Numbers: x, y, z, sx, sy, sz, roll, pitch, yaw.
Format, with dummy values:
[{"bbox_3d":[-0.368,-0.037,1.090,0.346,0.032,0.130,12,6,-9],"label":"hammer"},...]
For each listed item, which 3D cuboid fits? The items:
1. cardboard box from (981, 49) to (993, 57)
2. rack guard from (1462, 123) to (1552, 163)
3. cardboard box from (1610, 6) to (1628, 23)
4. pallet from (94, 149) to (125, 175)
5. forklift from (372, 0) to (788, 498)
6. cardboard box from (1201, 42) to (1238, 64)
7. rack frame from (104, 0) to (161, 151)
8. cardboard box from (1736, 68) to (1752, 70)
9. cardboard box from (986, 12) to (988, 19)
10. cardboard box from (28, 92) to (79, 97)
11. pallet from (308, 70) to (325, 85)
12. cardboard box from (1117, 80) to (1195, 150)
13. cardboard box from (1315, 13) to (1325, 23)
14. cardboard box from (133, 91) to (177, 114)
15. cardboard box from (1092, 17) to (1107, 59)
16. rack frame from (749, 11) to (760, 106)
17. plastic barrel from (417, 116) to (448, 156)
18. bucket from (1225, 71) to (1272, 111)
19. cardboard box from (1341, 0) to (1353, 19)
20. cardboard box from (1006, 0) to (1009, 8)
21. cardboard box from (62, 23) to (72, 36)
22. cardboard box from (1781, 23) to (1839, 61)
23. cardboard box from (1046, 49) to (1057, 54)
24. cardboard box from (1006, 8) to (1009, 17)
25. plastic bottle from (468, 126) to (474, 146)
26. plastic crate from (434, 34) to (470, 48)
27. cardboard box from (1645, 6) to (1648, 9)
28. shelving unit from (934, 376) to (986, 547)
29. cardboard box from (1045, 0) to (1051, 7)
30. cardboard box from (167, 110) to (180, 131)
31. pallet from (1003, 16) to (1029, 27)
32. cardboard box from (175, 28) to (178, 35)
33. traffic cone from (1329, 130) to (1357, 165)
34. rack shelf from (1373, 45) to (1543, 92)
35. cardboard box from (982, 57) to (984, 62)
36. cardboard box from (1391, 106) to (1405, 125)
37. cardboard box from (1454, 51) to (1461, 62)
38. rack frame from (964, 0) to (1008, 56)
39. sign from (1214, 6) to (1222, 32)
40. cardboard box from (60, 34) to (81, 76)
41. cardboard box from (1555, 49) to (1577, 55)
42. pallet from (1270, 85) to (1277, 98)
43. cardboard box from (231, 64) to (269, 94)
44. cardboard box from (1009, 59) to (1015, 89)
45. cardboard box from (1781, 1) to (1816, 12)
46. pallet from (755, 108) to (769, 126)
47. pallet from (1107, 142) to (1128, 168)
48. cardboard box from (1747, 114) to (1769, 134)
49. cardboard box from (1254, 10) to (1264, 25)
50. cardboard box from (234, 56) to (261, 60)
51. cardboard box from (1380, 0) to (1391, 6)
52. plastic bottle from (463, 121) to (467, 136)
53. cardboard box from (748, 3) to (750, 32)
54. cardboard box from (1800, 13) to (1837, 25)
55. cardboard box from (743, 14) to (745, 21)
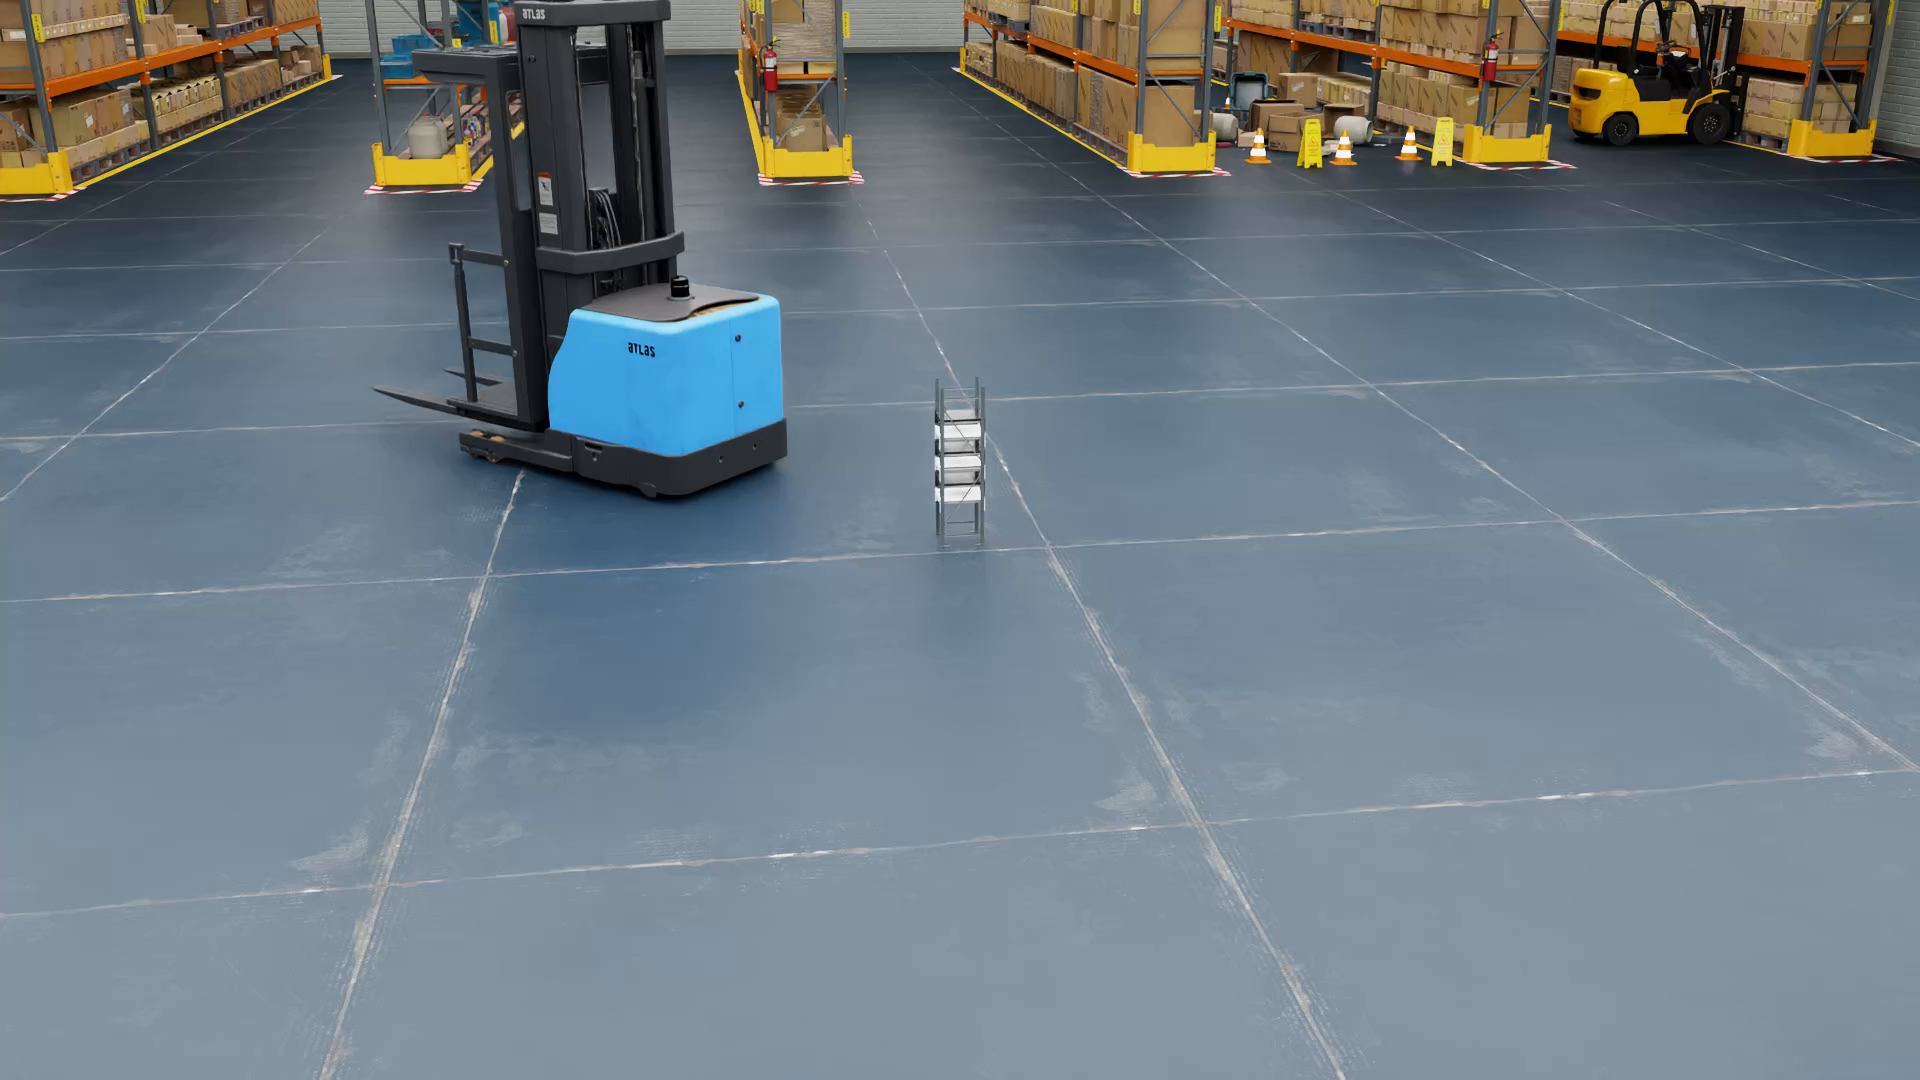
[{"bbox_3d":[0.646,-10.268,35.046,0.380,0.149,0.250,-4,21,-10],"label":"cardboard box"},{"bbox_3d":[7.767,-5.648,23.625,1.175,0.500,0.348,-3,21,-8],"label":"rack guard"},{"bbox_3d":[11.639,-9.106,28.809,0.500,0.250,0.500,-3,21,-7],"label":"cardboard box"},{"bbox_3d":[-12.157,-5.173,22.764,1.003,0.211,1.213,-3,21,-8],"label":"pallet"},{"bbox_3d":[-2.586,-2.001,10.384,3.031,2.935,1.130,14,24,32],"label":"forklift"},{"bbox_3d":[5.806,-10.789,36.878,0.875,0.438,0.875,-2,21,-6],"label":"cardboard box"},{"bbox_3d":[-12.409,-7.180,24.152,1.000,3.000,0.127,-3,21,-8],"label":"rack frame"},{"bbox_3d":[12.463,-7.471,26.834,0.500,0.250,0.500,-3,21,-9],"label":"cardboard box"},{"bbox_3d":[0.746,-10.716,33.980,0.380,0.149,0.250,-3,21,-9],"label":"cardboard box"},{"bbox_3d":[-12.508,-5.917,23.030,0.500,0.500,0.500,-3,21,-8],"label":"cardboard box"},{"bbox_3d":[-14.012,-9.726,34.955,1.003,0.211,1.213,-3,21,-8],"label":"pallet"},{"bbox_3d":[2.731,-5.941,23.273,0.875,0.875,0.875,-3,21,-7],"label":"cardboard box"},{"bbox_3d":[6.508,-9.227,29.393,0.380,0.149,0.250,-3,21,-7],"label":"cardboard box"},{"bbox_3d":[-12.289,-6.680,25.343,0.500,0.311,0.500,-3,21,-8],"label":"cardboard box"},{"bbox_3d":[2.445,-7.454,24.673,0.875,0.550,0.550,-3,21,-8],"label":"cardboard box"},{"bbox_3d":[-3.182,-9.063,29.195,1.000,3.000,0.127,-3,21,-8],"label":"rack frame"},{"bbox_3d":[-7.173,-5.472,22.536,0.421,0.512,0.421,0,20,0],"label":"plastic barrel"},{"bbox_3d":[4.618,-7.141,26.555,0.726,0.611,0.620,4,11,11],"label":"bucket"},{"bbox_3d":[6.766,-9.060,28.018,0.500,0.500,0.500,-2,21,-6],"label":"cardboard box"},{"bbox_3d":[1.069,-10.001,31.040,0.380,0.149,0.250,-3,21,-8],"label":"cardboard box"},{"bbox_3d":[-11.826,-6.650,21.663,0.380,0.149,0.250,-4,21,-10],"label":"cardboard box"},{"bbox_3d":[12.358,-7.249,24.194,0.500,0.500,0.500,-3,21,-9],"label":"cardboard box"},{"bbox_3d":[1.881,-8.906,30.675,0.500,0.250,0.500,-4,21,-10],"label":"cardboard box"},{"bbox_3d":[1.071,-9.860,31.086,0.380,0.149,0.250,-4,21,-10],"label":"cardboard box"},{"bbox_3d":[-6.898,-5.700,23.443,0.061,0.283,0.133,-3,21,-7],"label":"plastic bottle"},{"bbox_3d":[-7.557,-7.212,24.326,0.767,0.338,0.504,-3,21,-8],"label":"plastic crate"},{"bbox_3d":[11.805,-9.063,28.125,0.380,0.149,0.250,-3,21,-8],"label":"cardboard box"},{"bbox_3d":[-0.001,-0.424,9.066,0.258,0.900,0.210,-3,21,-8],"label":"shelving unit"},{"bbox_3d":[1.870,-9.462,28.692,0.700,0.500,0.500,-3,21,-9],"label":"cardboard box"},{"bbox_3d":[-12.294,-6.418,25.441,0.500,0.250,0.500,-2,21,-6],"label":"cardboard box"},{"bbox_3d":[1.415,-9.872,31.634,1.003,0.211,1.213,-3,21,-8],"label":"pallet"},{"bbox_3d":[-13.048,-8.204,27.021,0.500,0.311,0.500,-3,21,-8],"label":"cardboard box"},{"bbox_3d":[5.390,-5.515,23.320,0.336,0.463,0.334,-3,21,-8],"label":"traffic cone"},{"bbox_3d":[7.489,-7.148,25.097,1.077,0.370,4.000,-3,21,-8],"label":"rack shelf"},{"bbox_3d":[0.683,-10.214,35.327,0.380,0.149,0.250,-4,21,-10],"label":"cardboard box"},{"bbox_3d":[7.107,-6.684,26.156,0.500,0.250,0.500,-2,21,-5],"label":"cardboard box"},{"bbox_3d":[7.350,-6.966,23.939,0.380,0.149,0.250,-3,21,-9],"label":"cardboard box"},{"bbox_3d":[0.587,-12.048,37.187,1.000,3.000,0.127,-3,21,-8],"label":"rack frame"},{"bbox_3d":[3.444,-6.977,22.259,0.100,0.325,0.005,-3,21,-8],"label":"sign"},{"bbox_3d":[-12.033,-6.358,21.809,0.700,0.500,0.500,-3,21,-7],"label":"cardboard box"},{"bbox_3d":[11.757,-9.434,32.232,0.380,0.149,0.250,-2,21,-6],"label":"cardboard box"},{"bbox_3d":[6.585,-8.533,31.762,1.003,0.211,1.213,-3,21,-8],"label":"pallet"},{"bbox_3d":[-13.073,-8.483,30.586,0.500,0.500,0.500,-3,21,-7],"label":"cardboard box"},{"bbox_3d":[1.224,-8.881,31.679,0.500,0.500,0.500,-4,21,-10],"label":"cardboard box"},{"bbox_3d":[12.298,-7.821,24.374,0.380,0.149,0.250,-2,21,-7],"label":"cardboard box"},{"bbox_3d":[-2.898,-7.065,27.829,1.003,0.211,1.213,-3,21,-8],"label":"pallet"},{"bbox_3d":[2.701,-5.475,23.573,1.003,0.211,1.213,-3,21,-8],"label":"pallet"},{"bbox_3d":[12.246,-6.273,25.053,0.500,0.250,0.500,-3,21,-8],"label":"cardboard box"},{"bbox_3d":[6.047,-10.181,32.402,0.500,0.250,0.500,-3,21,-9],"label":"cardboard box"},{"bbox_3d":[-13.925,-9.168,32.419,0.500,0.500,0.500,-3,21,-8],"label":"cardboard box"},{"bbox_3d":[7.050,-8.669,26.143,0.700,0.500,0.500,-3,21,-8],"label":"cardboard box"},{"bbox_3d":[-7.140,-5.913,24.015,0.061,0.283,0.133,-3,21,-8],"label":"plastic bottle"},{"bbox_3d":[-3.565,-9.441,30.064,0.500,0.500,0.500,-3,21,-8],"label":"cardboard box"},{"bbox_3d":[12.362,-7.501,23.943,0.380,0.149,0.250,-3,21,-7],"label":"cardboard box"},{"bbox_3d":[-4.127,-10.419,33.185,0.380,0.149,0.250,-3,21,-7],"label":"cardboard box"}]
